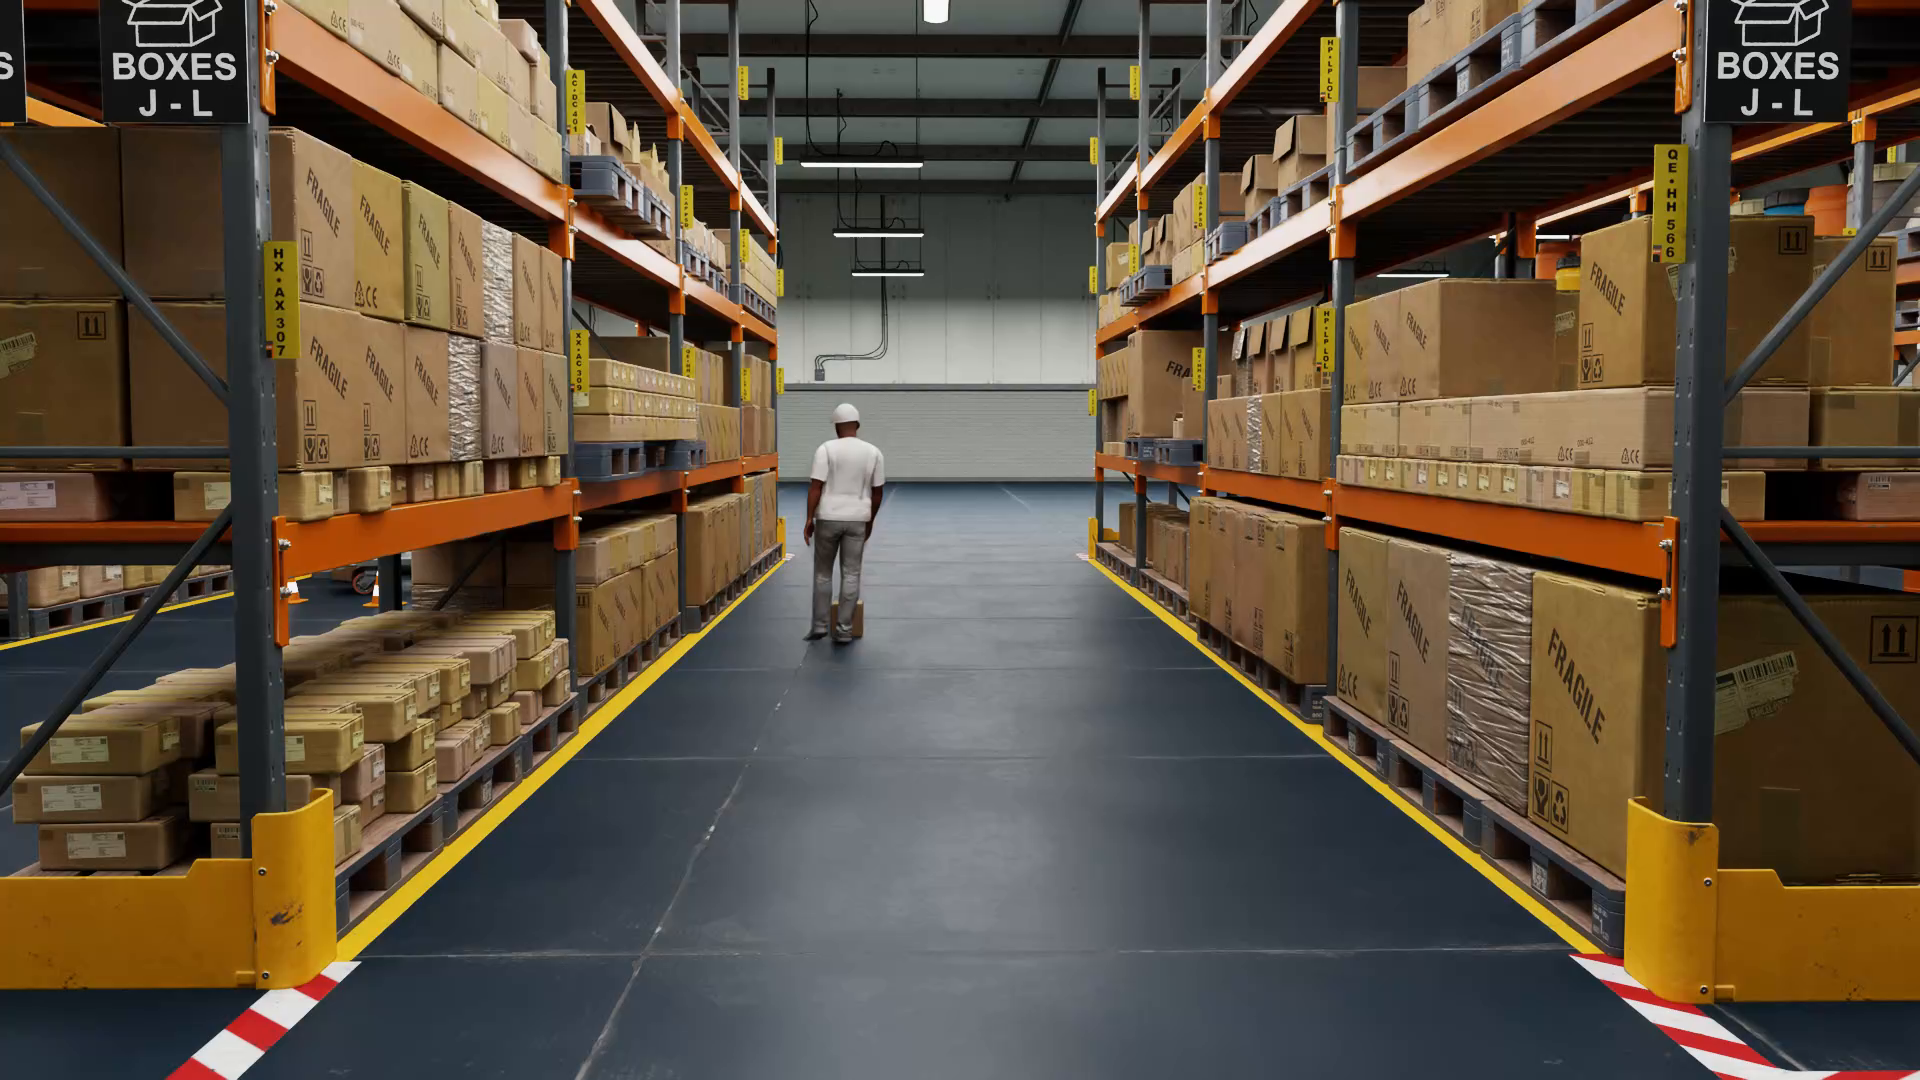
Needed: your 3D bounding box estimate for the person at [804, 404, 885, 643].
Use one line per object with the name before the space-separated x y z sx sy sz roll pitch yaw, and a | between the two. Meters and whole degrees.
person | -0.874 -0.105 12.399 0.627 1.818 0.624 -1 4 -13
